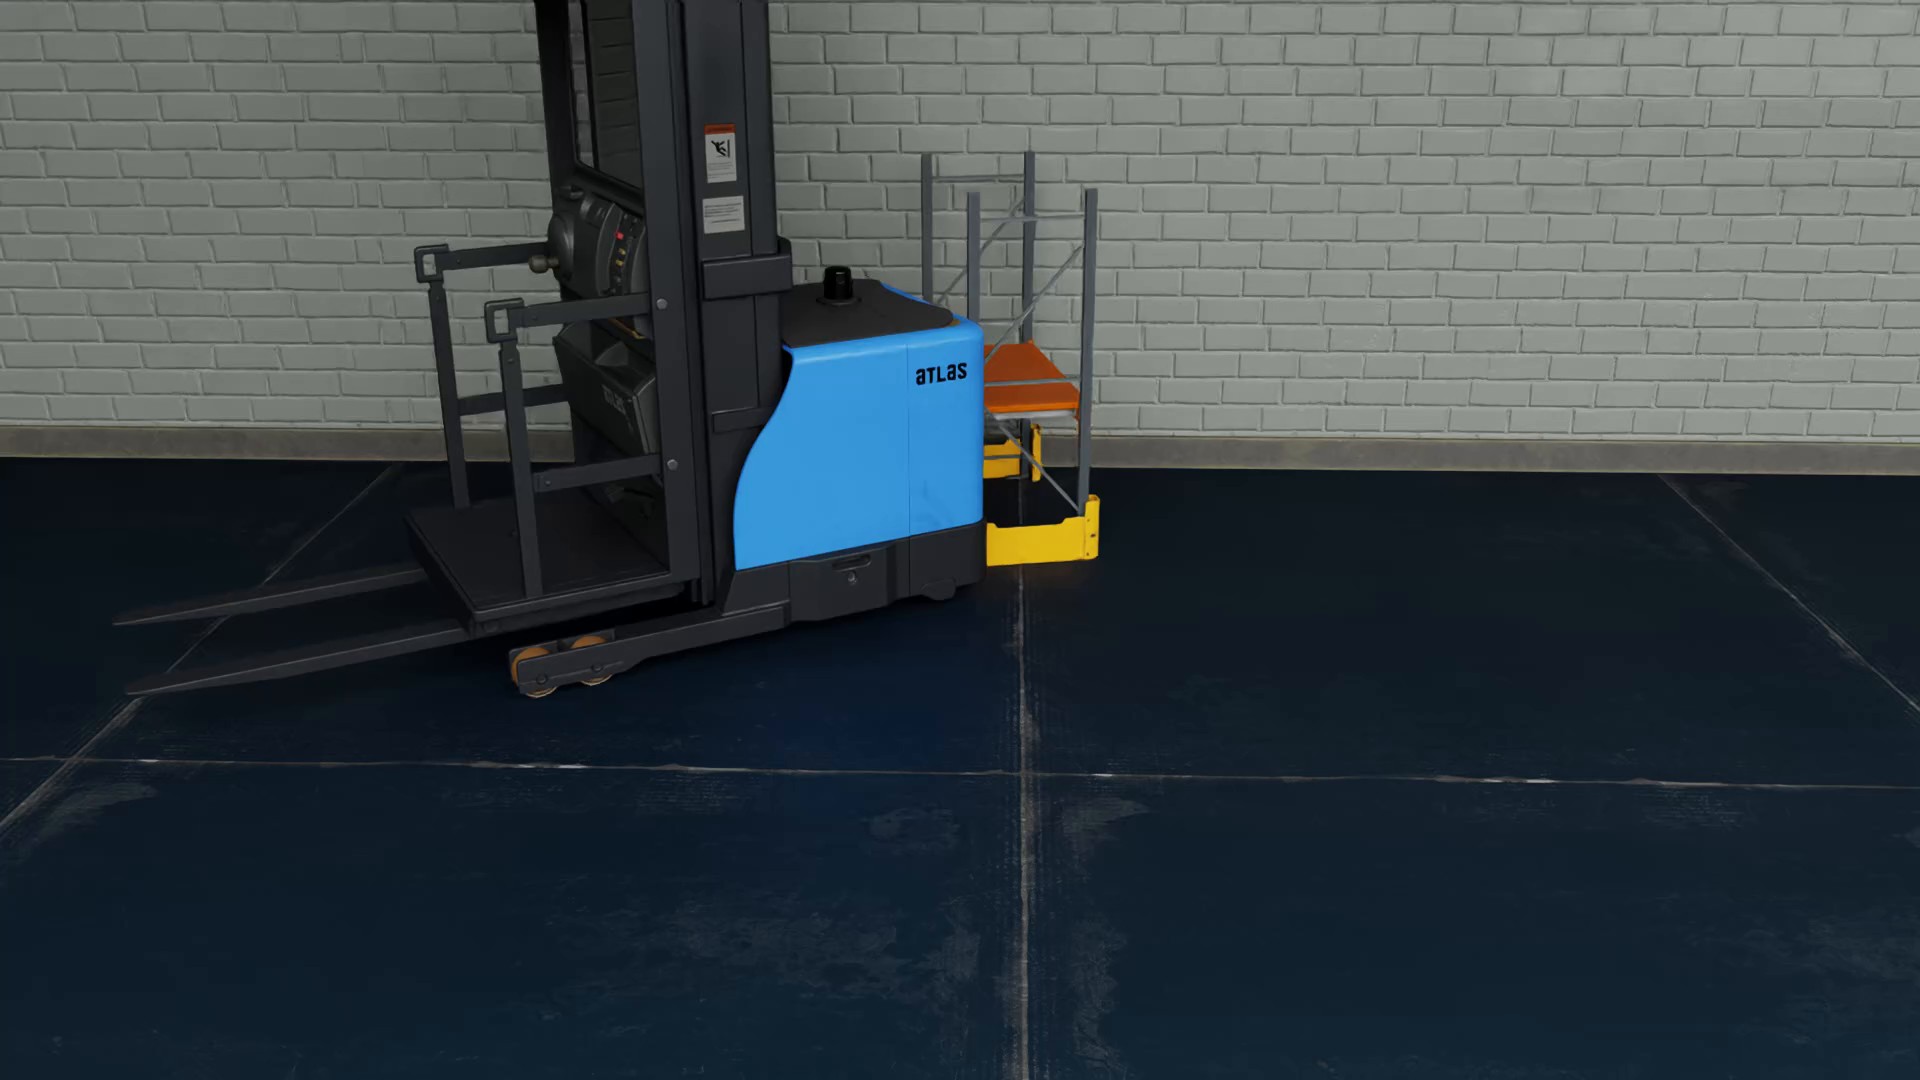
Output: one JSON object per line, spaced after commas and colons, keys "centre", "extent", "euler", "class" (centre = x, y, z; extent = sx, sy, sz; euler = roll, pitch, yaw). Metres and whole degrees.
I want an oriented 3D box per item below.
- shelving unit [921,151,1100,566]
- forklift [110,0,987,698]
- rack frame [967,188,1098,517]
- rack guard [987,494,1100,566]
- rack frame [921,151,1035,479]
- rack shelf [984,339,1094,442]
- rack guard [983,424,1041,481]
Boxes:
{"centre": [0.179, -0.796, 7.008], "extent": [0.587, 1.500, 1.083], "euler": [-4, 22, -10], "class": "shelving unit"}
{"centre": [-1.436, -1.050, 5.682], "extent": [3.031, 2.935, 1.130], "euler": [-11, 24, -27], "class": "forklift"}
{"centre": [0.275, -0.619, 6.552], "extent": [0.500, 1.500, 0.032], "euler": [-4, 22, -10], "class": "rack frame"}
{"centre": [0.275, -0.037, 6.779], "extent": [0.587, 0.250, 0.087], "euler": [-4, 22, -10], "class": "rack guard"}
{"centre": [0.080, -0.980, 7.482], "extent": [0.500, 1.500, 0.032], "euler": [-4, 22, -10], "class": "rack frame"}
{"centre": [0.178, -0.632, 7.082], "extent": [0.538, 0.185, 1.000], "euler": [-4, 22, -10], "class": "rack shelf"}
{"centre": [0.083, -0.391, 7.690], "extent": [0.587, 0.250, 0.087], "euler": [-4, 22, -10], "class": "rack guard"}
